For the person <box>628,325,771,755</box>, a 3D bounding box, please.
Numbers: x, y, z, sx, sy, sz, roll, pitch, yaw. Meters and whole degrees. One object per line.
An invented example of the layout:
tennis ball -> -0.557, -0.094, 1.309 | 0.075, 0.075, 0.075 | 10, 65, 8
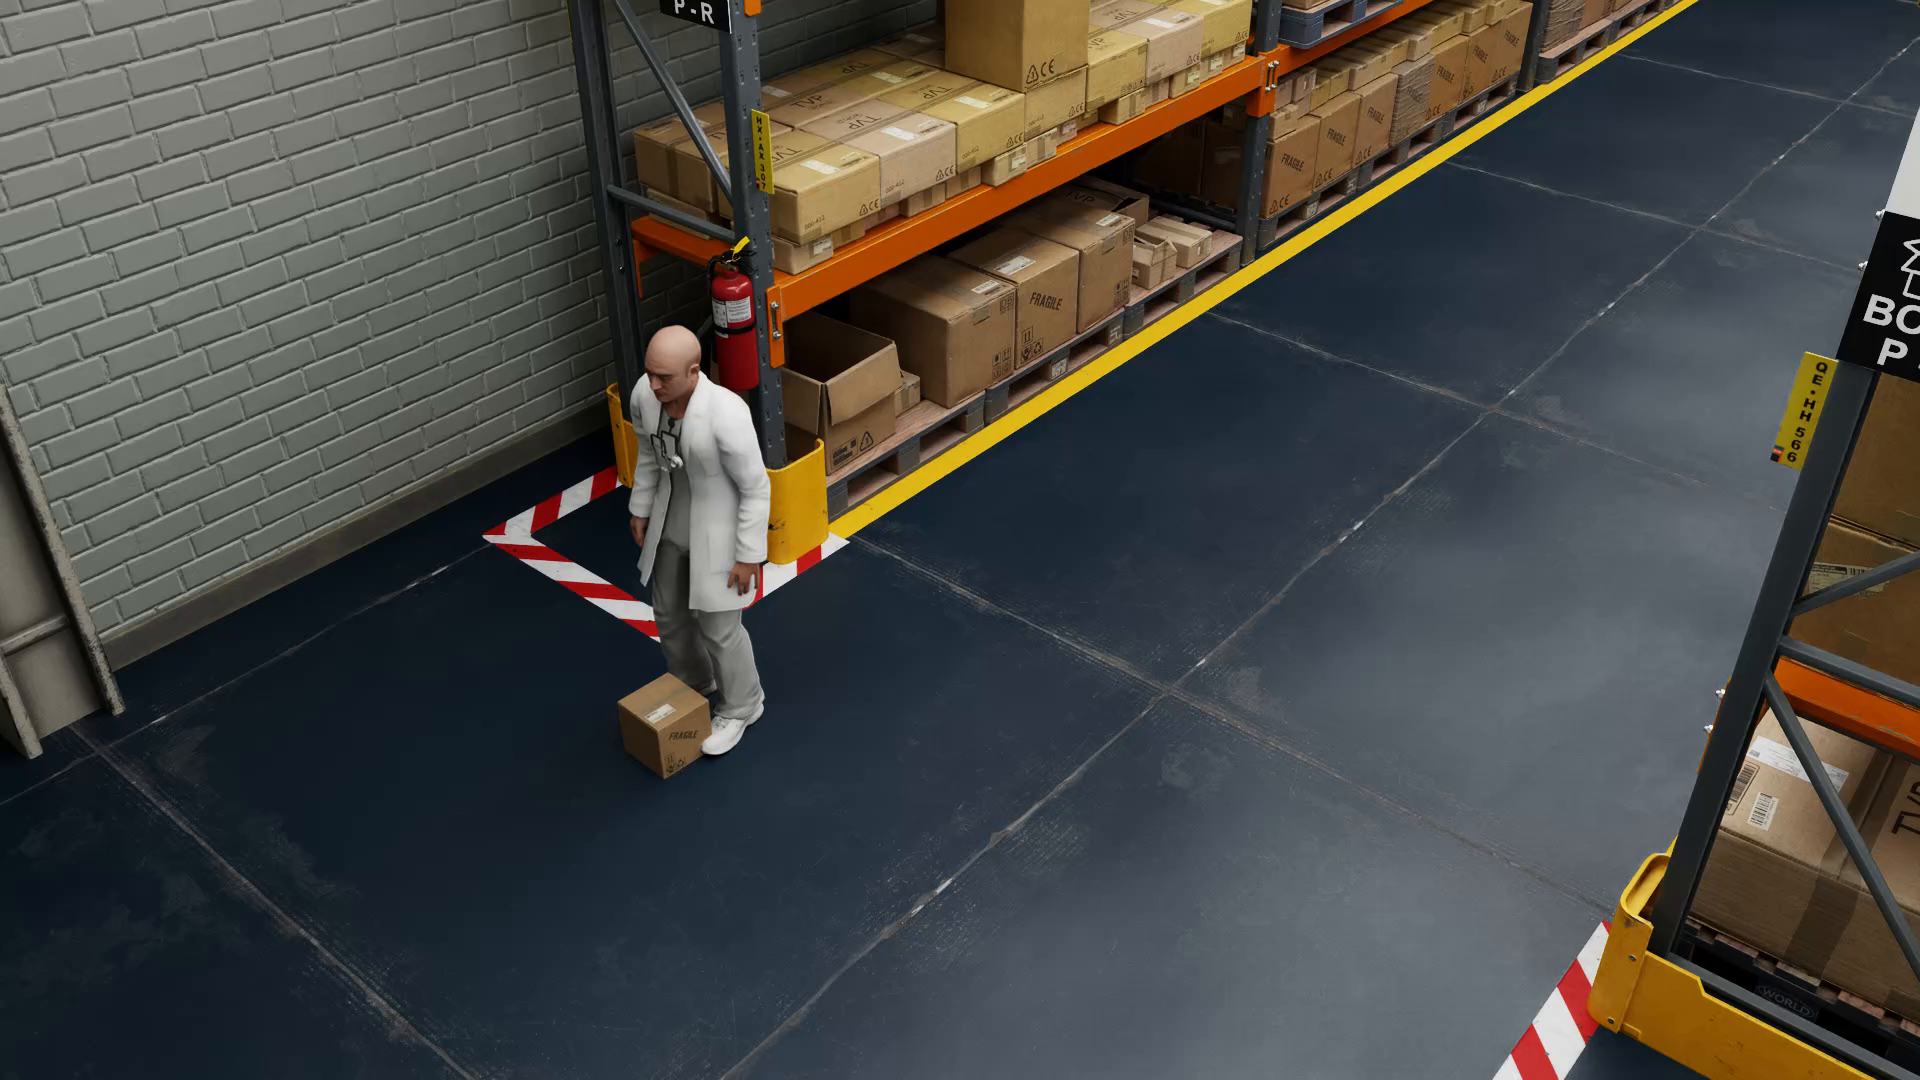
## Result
person -> -0.974, -0.015, 6.181 | 0.648, 1.772, 0.429 | 23, 41, 29
